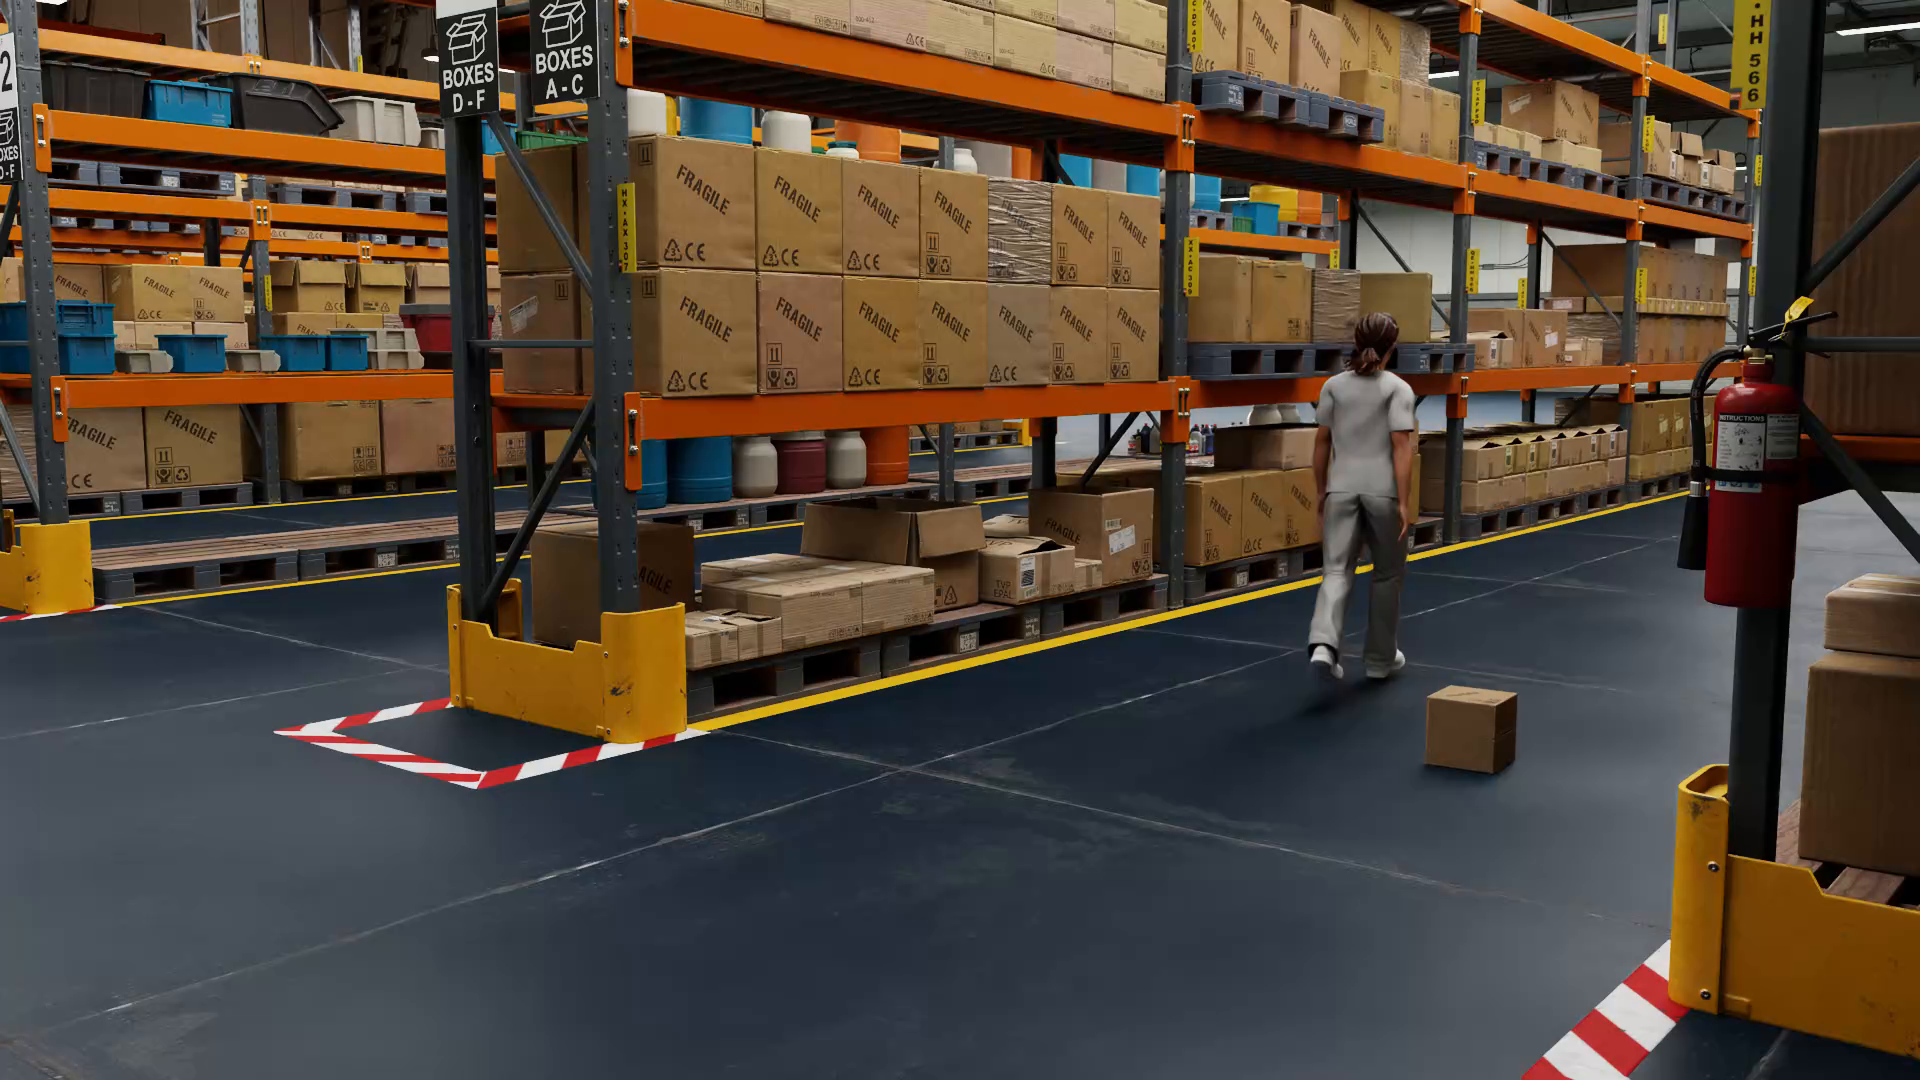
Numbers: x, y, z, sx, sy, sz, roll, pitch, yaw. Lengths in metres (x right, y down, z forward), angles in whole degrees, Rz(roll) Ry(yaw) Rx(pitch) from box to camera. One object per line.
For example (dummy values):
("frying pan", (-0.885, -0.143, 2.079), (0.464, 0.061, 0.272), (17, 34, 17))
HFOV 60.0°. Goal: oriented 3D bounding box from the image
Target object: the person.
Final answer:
("person", (1.729, -0.169, 7.207), (0.455, 1.628, 0.983), (4, 8, 28))
